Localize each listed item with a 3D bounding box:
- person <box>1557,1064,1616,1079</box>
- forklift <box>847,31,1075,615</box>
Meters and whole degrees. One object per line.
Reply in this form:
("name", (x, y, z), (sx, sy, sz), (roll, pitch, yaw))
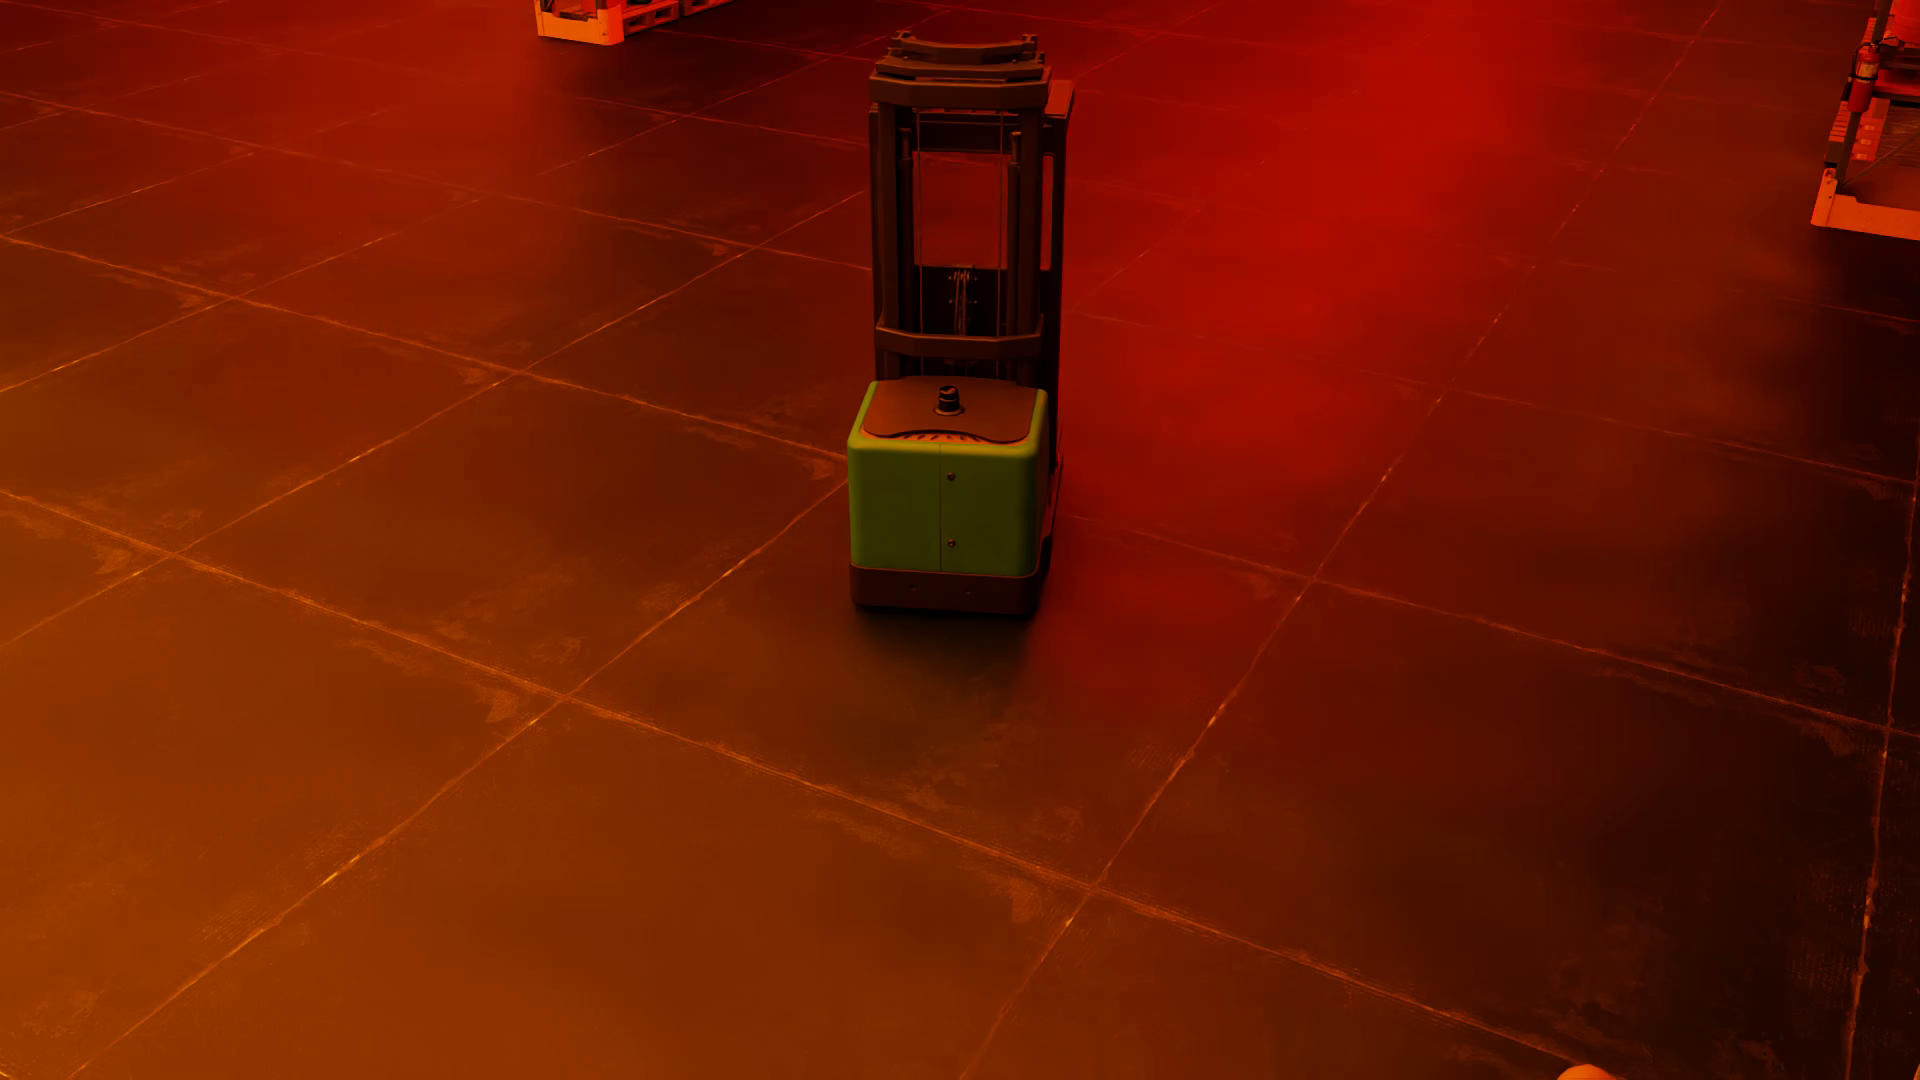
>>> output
("person", (1.626, 2.153, 4.627), (0.912, 1.748, 0.499), (-8, 31, -14))
("forklift", (0.072, -1.572, 9.794), (1.130, 2.935, 3.031), (3, 30, 6))
